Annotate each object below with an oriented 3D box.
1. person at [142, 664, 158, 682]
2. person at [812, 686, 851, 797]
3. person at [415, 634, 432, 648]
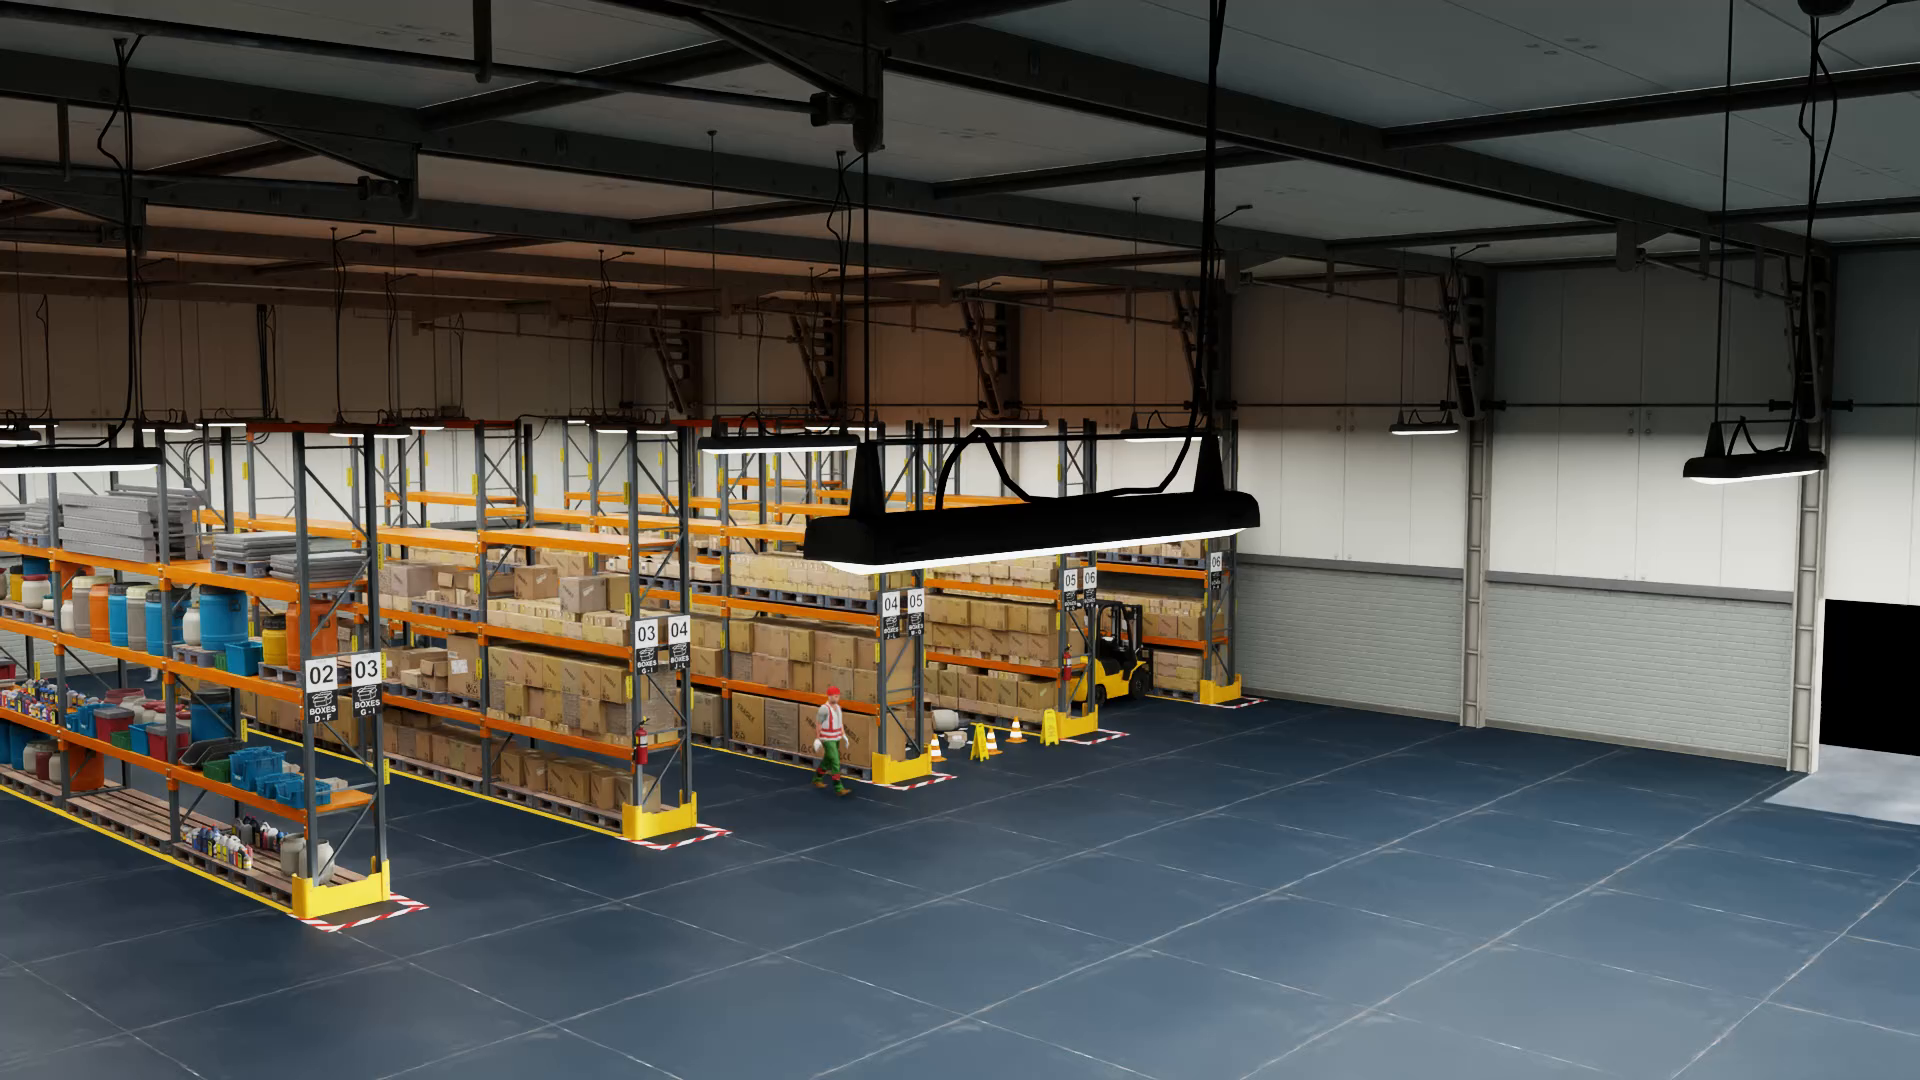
[{"bbox_3d":[-18.484,2.333,38.022,0.559,1.755,0.604,1,5,6],"label":"person"},{"bbox_3d":[-2.081,3.255,27.088,0.965,1.754,0.576,2,5,28],"label":"person"},{"bbox_3d":[-13.243,2.069,41.264,0.547,1.764,0.597,1,5,8],"label":"person"}]
